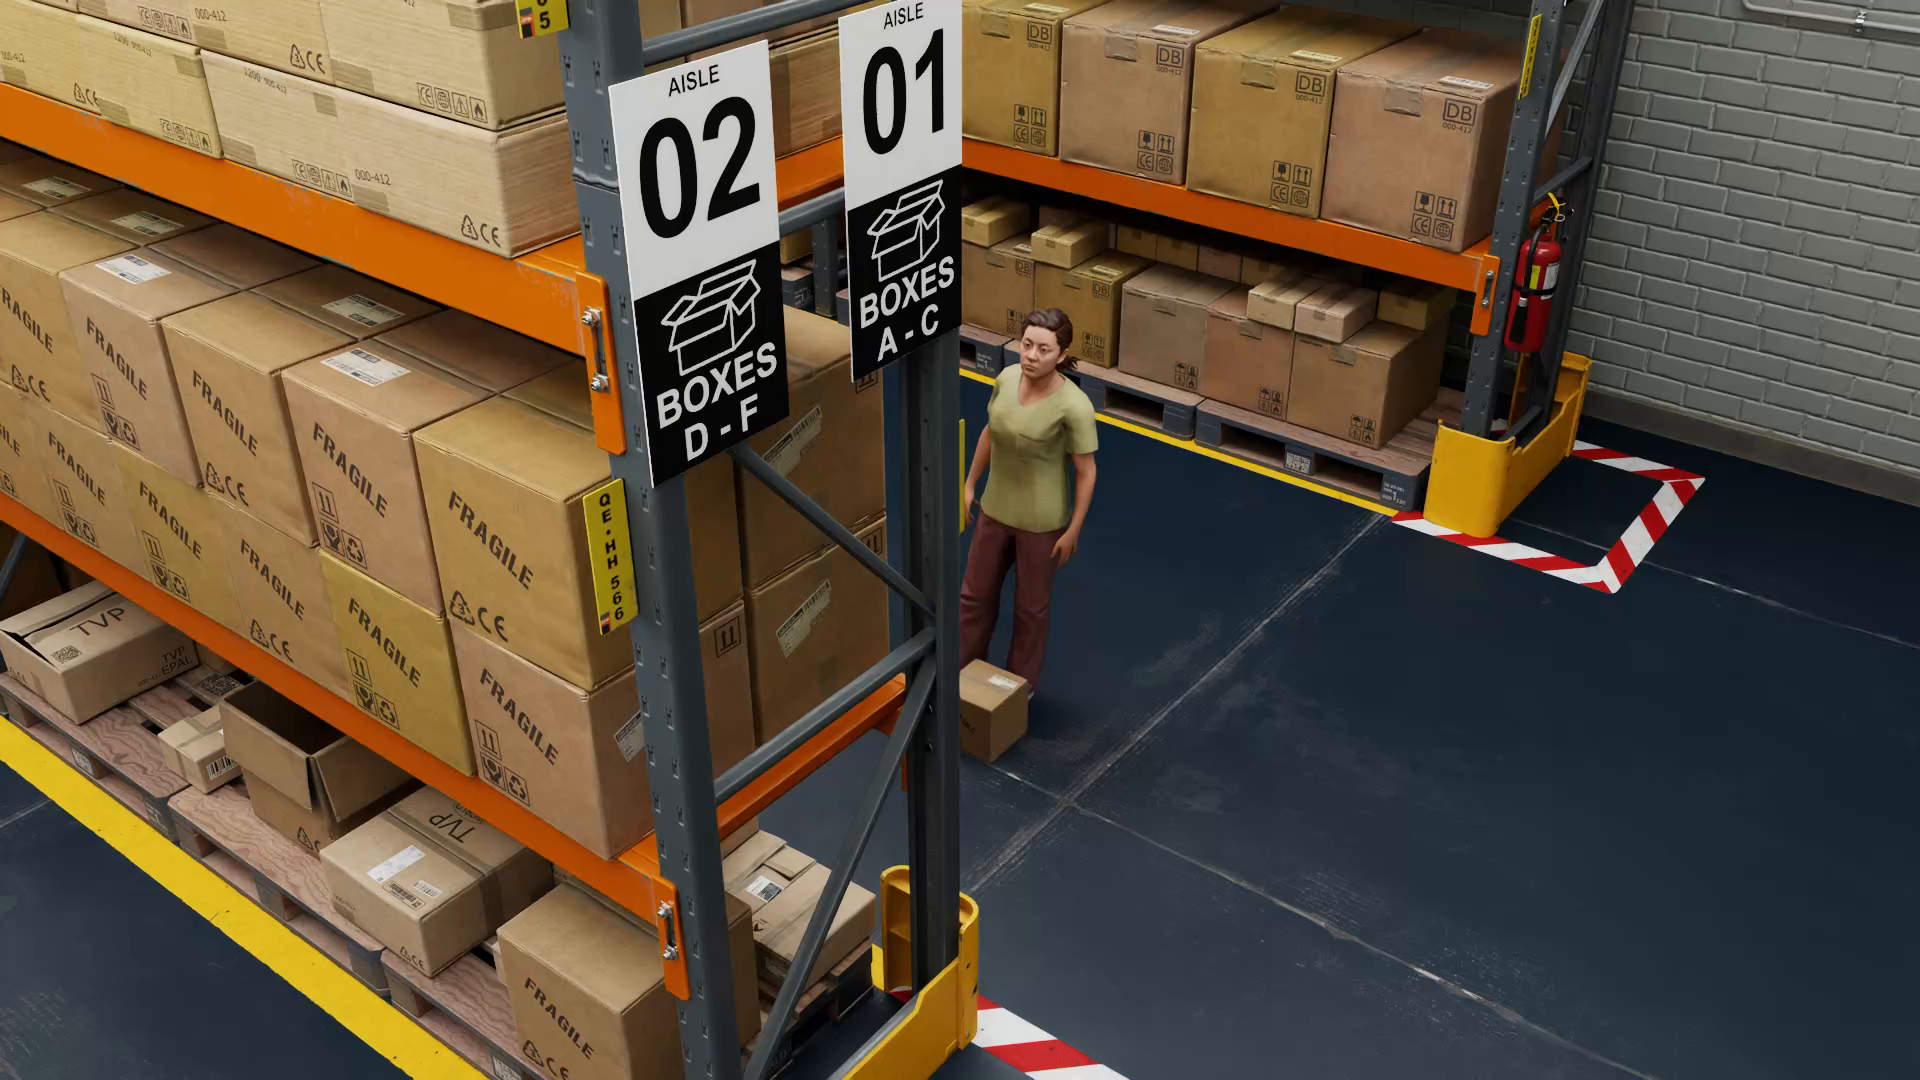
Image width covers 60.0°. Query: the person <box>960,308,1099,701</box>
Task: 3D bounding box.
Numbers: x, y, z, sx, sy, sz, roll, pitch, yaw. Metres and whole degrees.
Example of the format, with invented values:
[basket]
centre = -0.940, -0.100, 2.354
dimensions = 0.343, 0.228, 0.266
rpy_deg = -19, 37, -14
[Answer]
[person]
centre = 0.196, -0.059, 6.215
dimensions = 0.551, 1.674, 0.549
rpy_deg = 21, 37, 31
